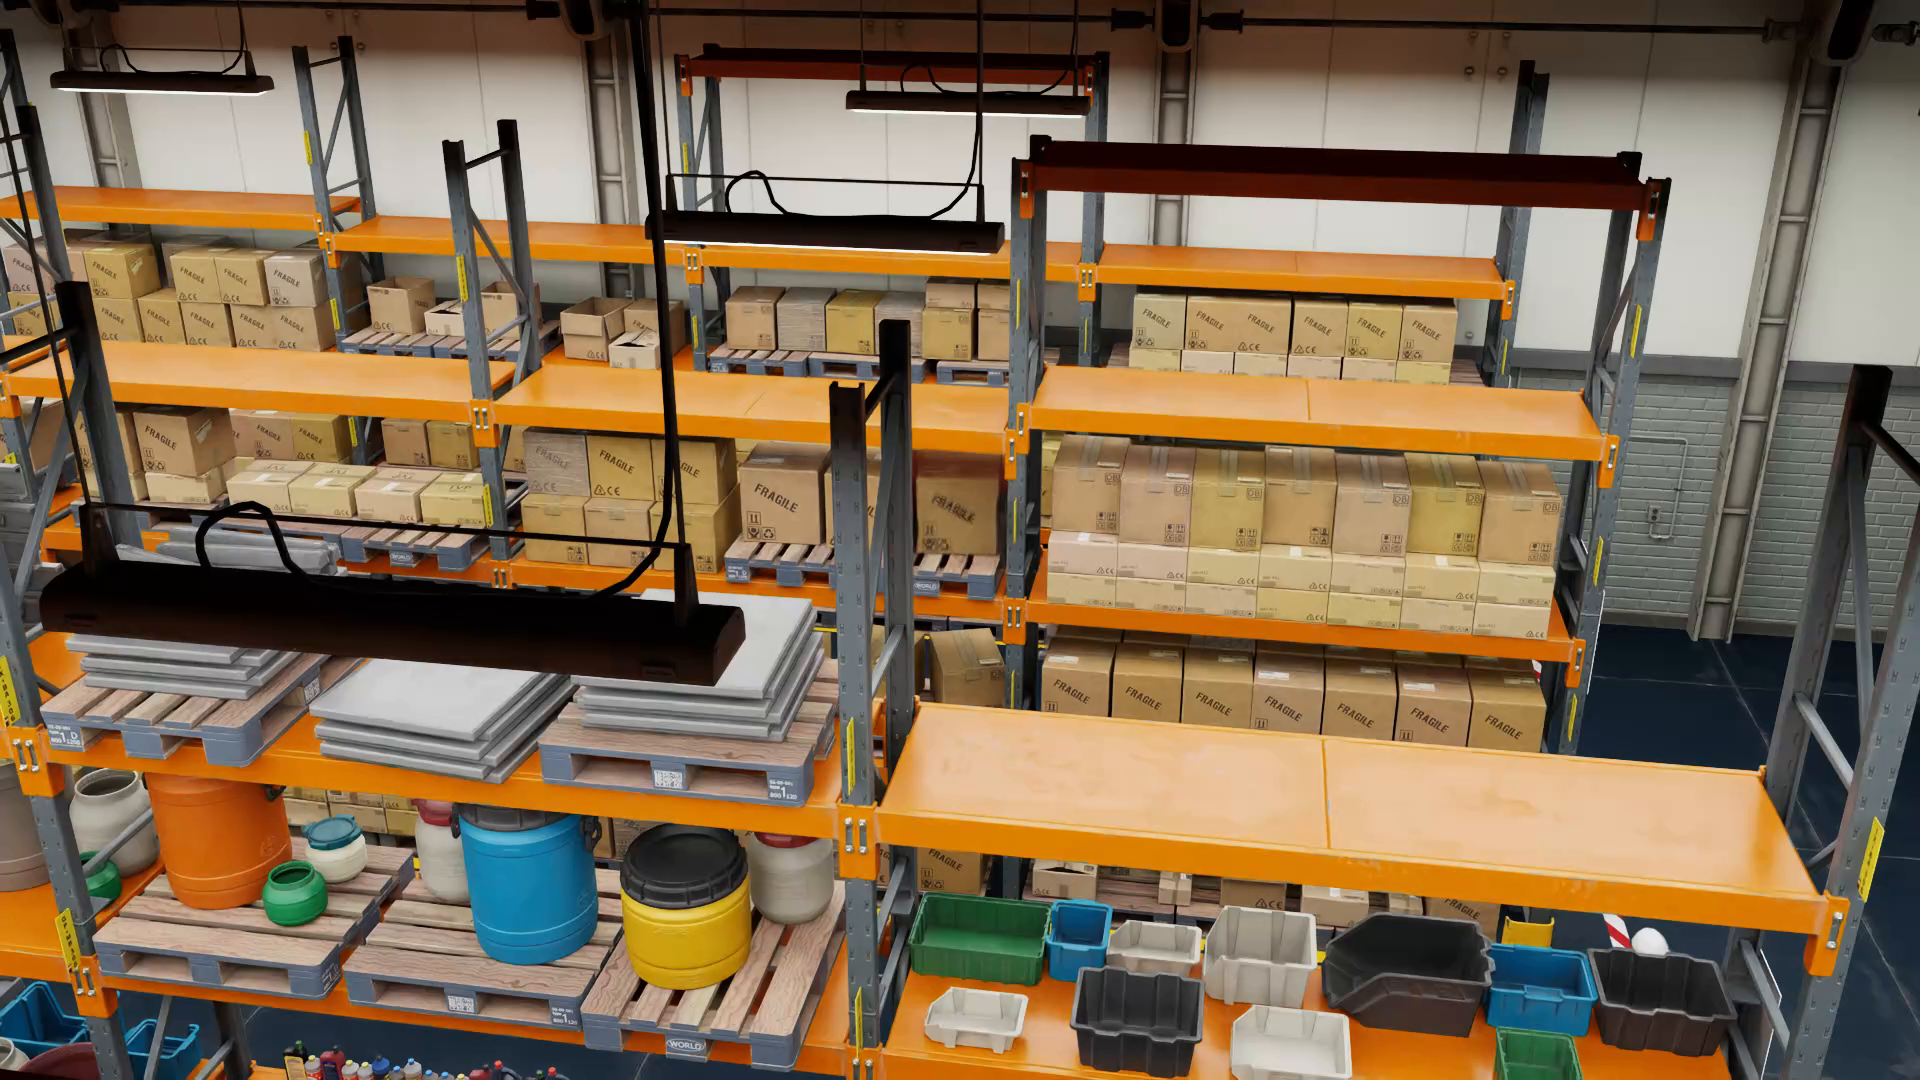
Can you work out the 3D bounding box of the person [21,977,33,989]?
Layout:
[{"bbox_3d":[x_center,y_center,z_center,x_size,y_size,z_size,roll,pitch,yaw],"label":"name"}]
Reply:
[{"bbox_3d":[-6.072,3.213,10.586,0.698,1.820,0.600,-6,24,-13],"label":"person"}]

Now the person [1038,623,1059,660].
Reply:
[{"bbox_3d":[1.179,0.538,16.369,1.071,1.619,0.648,3,23,6],"label":"person"}]

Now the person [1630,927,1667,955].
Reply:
[{"bbox_3d":[4.221,3.225,10.536,0.651,1.812,0.521,3,23,6],"label":"person"}]
